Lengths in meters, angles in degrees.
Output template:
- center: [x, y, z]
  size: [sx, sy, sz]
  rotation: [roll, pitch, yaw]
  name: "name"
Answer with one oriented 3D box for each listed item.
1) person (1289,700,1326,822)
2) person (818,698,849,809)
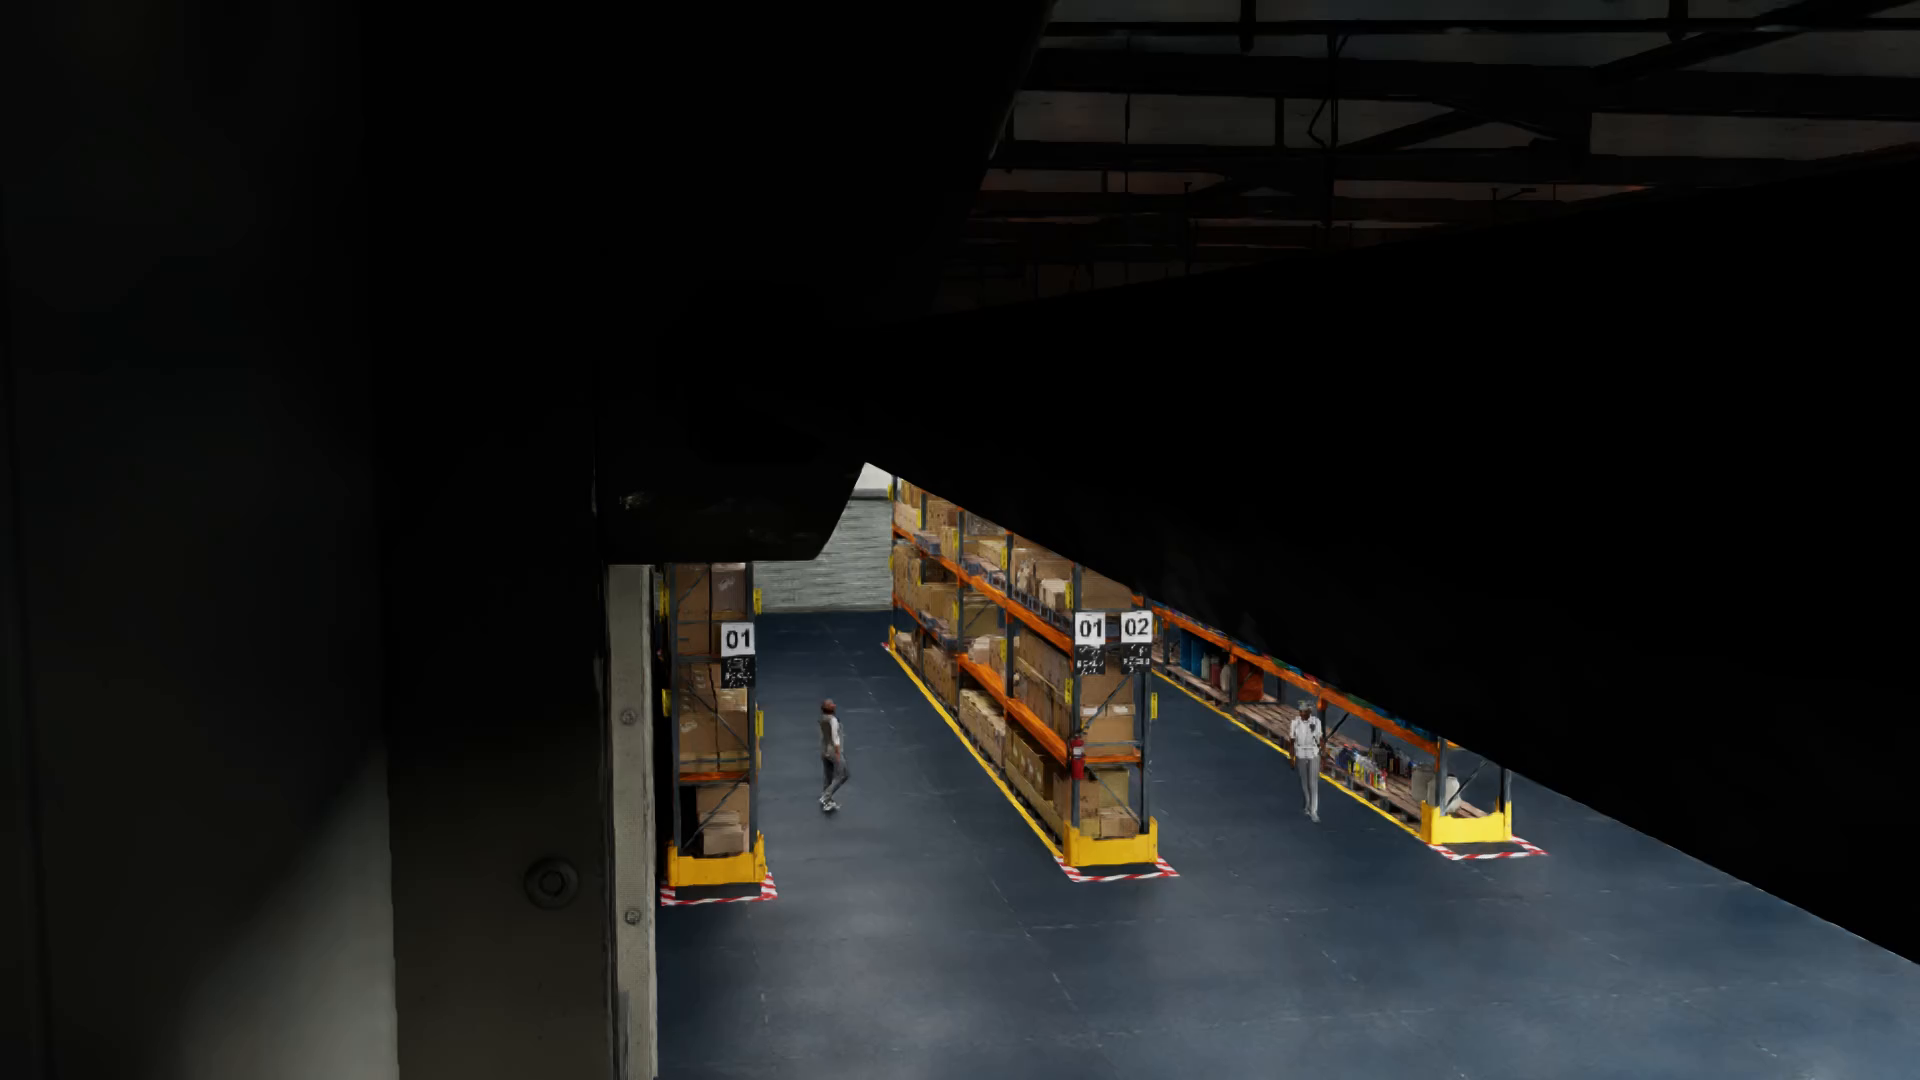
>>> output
- center: [4.814, 3.027, 23.076]
  size: [0.468, 1.712, 0.528]
  rotation: [3, 7, 24]
  name: "person"
- center: [-1.824, 3.017, 23.354]
  size: [0.407, 1.594, 0.458]
  rotation: [-5, 8, -38]
  name: "person"
